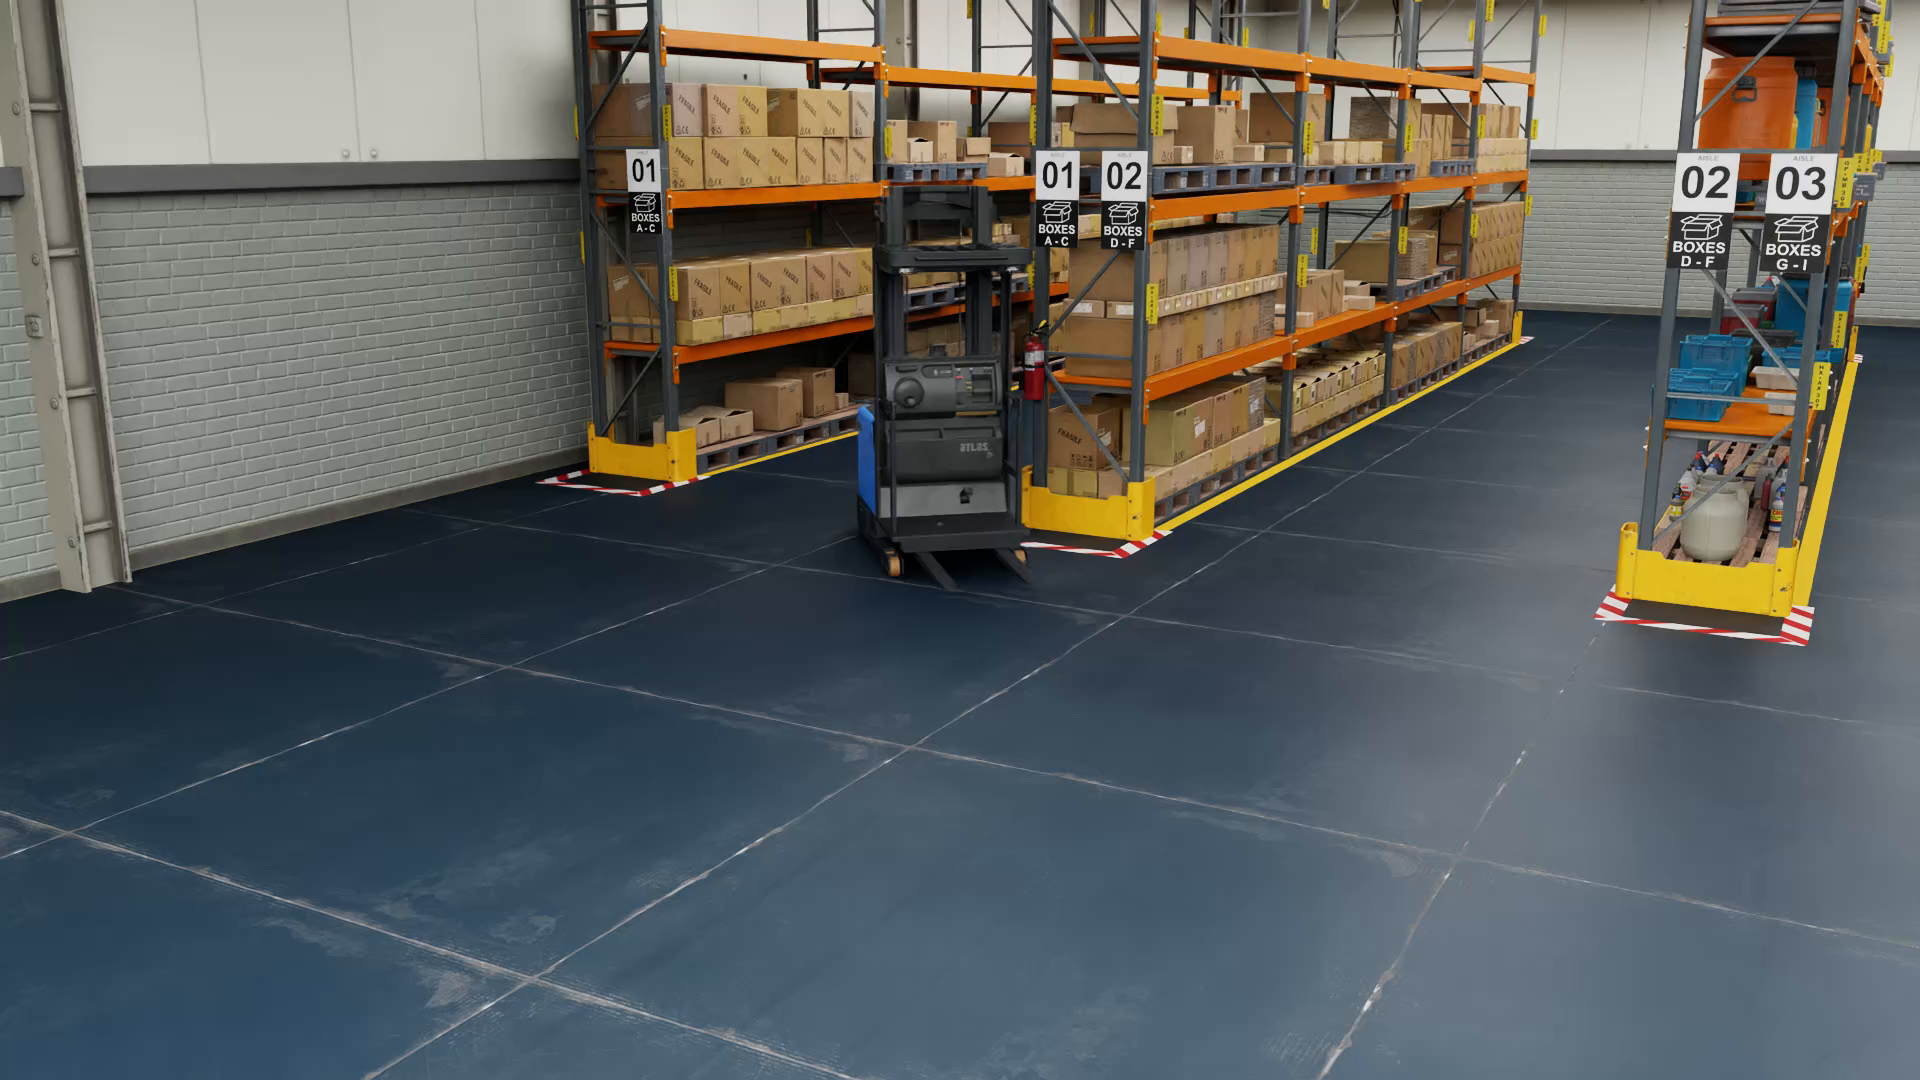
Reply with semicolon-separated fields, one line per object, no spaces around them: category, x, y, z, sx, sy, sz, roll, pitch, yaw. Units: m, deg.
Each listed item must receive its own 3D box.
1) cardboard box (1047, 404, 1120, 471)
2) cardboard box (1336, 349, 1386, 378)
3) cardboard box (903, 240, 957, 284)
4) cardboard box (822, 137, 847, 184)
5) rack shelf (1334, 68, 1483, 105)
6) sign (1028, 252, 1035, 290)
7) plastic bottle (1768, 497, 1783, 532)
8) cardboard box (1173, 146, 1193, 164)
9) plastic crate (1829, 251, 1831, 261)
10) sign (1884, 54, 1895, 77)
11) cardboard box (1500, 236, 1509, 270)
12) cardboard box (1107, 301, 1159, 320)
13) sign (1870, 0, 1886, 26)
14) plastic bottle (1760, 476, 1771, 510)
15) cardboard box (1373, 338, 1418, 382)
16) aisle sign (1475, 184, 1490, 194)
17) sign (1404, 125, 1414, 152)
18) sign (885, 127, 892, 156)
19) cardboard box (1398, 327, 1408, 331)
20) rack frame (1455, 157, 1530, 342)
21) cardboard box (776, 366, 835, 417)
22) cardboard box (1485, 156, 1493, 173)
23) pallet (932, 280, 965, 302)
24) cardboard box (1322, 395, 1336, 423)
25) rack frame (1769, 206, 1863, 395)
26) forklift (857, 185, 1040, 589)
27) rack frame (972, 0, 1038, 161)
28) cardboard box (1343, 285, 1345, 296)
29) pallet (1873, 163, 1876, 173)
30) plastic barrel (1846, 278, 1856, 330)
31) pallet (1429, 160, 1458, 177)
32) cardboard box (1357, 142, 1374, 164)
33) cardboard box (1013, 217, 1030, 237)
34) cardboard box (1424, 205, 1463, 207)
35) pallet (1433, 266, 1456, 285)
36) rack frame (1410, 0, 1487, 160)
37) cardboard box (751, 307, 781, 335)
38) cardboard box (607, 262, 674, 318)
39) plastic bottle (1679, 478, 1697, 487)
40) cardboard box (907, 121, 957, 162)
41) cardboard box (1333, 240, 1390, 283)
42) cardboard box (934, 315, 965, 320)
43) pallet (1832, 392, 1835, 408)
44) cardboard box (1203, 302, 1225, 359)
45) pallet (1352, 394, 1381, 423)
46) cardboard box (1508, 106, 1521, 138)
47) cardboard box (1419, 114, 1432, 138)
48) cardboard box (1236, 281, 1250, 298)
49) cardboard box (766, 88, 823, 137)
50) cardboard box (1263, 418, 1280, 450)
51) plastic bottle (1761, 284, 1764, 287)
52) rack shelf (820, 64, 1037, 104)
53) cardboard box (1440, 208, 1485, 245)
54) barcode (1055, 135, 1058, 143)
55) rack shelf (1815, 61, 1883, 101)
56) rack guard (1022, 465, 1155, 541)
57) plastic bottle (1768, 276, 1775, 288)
cardboard box;1.096;-0.925;14.841;0.500;0.500;0.500;7;15;28
cardboard box;4.927;-2.195;20.514;0.500;0.311;0.500;8;16;30
cardboard box;-0.464;-3.546;21.190;0.700;0.500;0.500;10;17;36
cardboard box;-1.590;-4.213;18.453;0.500;0.500;0.500;6;15;23
rack shelf;5.932;-5.973;21.998;1.077;0.370;4.000;7;15;28
sign;0.629;-2.292;14.163;0.100;0.325;0.005;7;15;28
plastic bottle;6.581;-0.212;13.394;0.097;0.271;0.097;0;14;0
cardboard box;1.821;-3.379;14.591;0.380;0.149;0.250;7;15;28
plastic crate;11.884;-3.664;22.568;0.402;0.464;0.583;7;15;28
sign;13.656;-6.971;24.435;0.100;0.325;0.005;7;15;28
cardboard box;8.360;-4.549;26.290;0.500;0.500;0.500;8;15;28
cardboard box;1.476;-1.969;14.205;0.380;0.149;0.250;7;15;28
sign;7.842;-4.558;14.186;0.100;0.325;0.005;7;15;28
plastic bottle;6.882;-0.410;14.191;0.061;0.283;0.133;7;15;28
cardboard box;5.683;-2.358;21.811;0.500;0.500;0.500;7;15;26
aisle sign;8.608;-6.143;27.567;0.394;0.787;0.004;7;15;28
sign;5.447;-4.874;20.179;0.100;0.325;0.005;7;15;28
sign;-0.828;-4.580;19.128;0.100;0.325;0.005;7;15;28
cardboard box;5.955;-2.726;23.335;0.500;0.500;0.500;8;15;29
rack frame;8.832;-4.832;27.676;1.000;3.000;0.127;7;15;28
cardboard box;-1.774;-1.712;19.128;0.500;0.500;0.500;6;15;24
cardboard box;7.596;-5.570;24.659;0.500;0.250;0.500;7;15;28
pallet;-0.294;-3.247;21.512;1.003;0.211;1.213;7;15;28
cardboard box;3.940;-1.503;18.840;0.500;0.250;0.500;7;15;26
rack frame;11.233;-3.449;21.941;1.000;3.000;0.127;7;15;28
forklift;-0.082;-1.231;12.884;1.130;2.935;3.031;-3;14;-12
rack frame;0.627;-6.668;22.490;1.000;3.000;0.127;7;15;28
cardboard box;4.363;-2.986;20.208;0.500;0.311;0.500;7;15;27
pallet;10.394;-4.411;19.932;1.003;0.211;1.213;7;15;28
plastic barrel;9.340;-2.565;17.984;0.600;0.536;0.708;7;15;28
pallet;6.023;-5.039;22.536;1.213;0.211;1.003;7;15;28
cardboard box;4.557;-4.571;19.618;0.500;0.250;0.500;8;16;30
cardboard box;1.086;-4.388;23.346;0.500;0.250;0.500;8;16;29
cardboard box;7.406;-4.888;25.561;0.500;0.500;0.500;8;15;28
pallet;6.417;-3.766;23.666;1.003;0.211;1.213;7;15;28
rack frame;6.899;-6.928;23.569;1.000;3.000;0.127;7;15;28
cardboard box;-2.237;-2.323;17.545;0.500;0.250;0.500;7;15;27
cardboard box;-3.199;-2.532;16.813;0.500;0.500;0.500;7;15;27
plastic bottle;6.149;-0.381;14.085;0.152;0.276;0.135;7;15;26
cardboard box;-0.376;-4.998;20.854;0.500;0.500;0.500;7;15;26
cardboard box;5.171;-3.585;21.396;0.700;0.500;0.500;2;14;9
cardboard box;-0.006;-2.851;22.254;0.500;0.250;0.500;8;16;29
pallet;10.235;-1.689;20.589;1.003;0.211;1.213;7;15;28
cardboard box;2.081;-2.010;15.758;0.700;0.500;0.500;8;16;30
pallet;4.533;-1.671;20.513;1.003;0.211;1.213;7;15;28
cardboard box;8.598;-6.718;26.751;0.700;0.500;0.500;7;15;28
cardboard box;5.948;-5.402;22.317;0.600;0.600;0.600;7;15;26
cardboard box;2.594;-2.445;16.179;0.380;0.149;0.250;7;15;28
cardboard box;-1.811;-4.578;17.832;0.500;0.500;0.500;7;15;26
cardboard box;2.999;-1.118;17.240;0.500;0.250;0.500;7;15;28
plastic bottle;9.674;-2.938;20.068;0.061;0.283;0.133;7;15;28
rack shelf;-0.340;-5.713;20.919;1.077;0.370;4.000;7;15;28
cardboard box;7.373;-4.611;24.412;0.500;0.500;0.500;8;16;29
barcode;0.821;-3.406;14.124;0.001;0.075;0.075;7;15;28
rack shelf;10.266;-5.411;19.667;1.077;0.370;4.000;7;15;28
rack guard;1.086;-0.329;14.332;1.175;0.500;0.348;7;15;28
plastic bottle;9.941;-3.064;20.447;0.144;0.351;0.185;7;15;28
